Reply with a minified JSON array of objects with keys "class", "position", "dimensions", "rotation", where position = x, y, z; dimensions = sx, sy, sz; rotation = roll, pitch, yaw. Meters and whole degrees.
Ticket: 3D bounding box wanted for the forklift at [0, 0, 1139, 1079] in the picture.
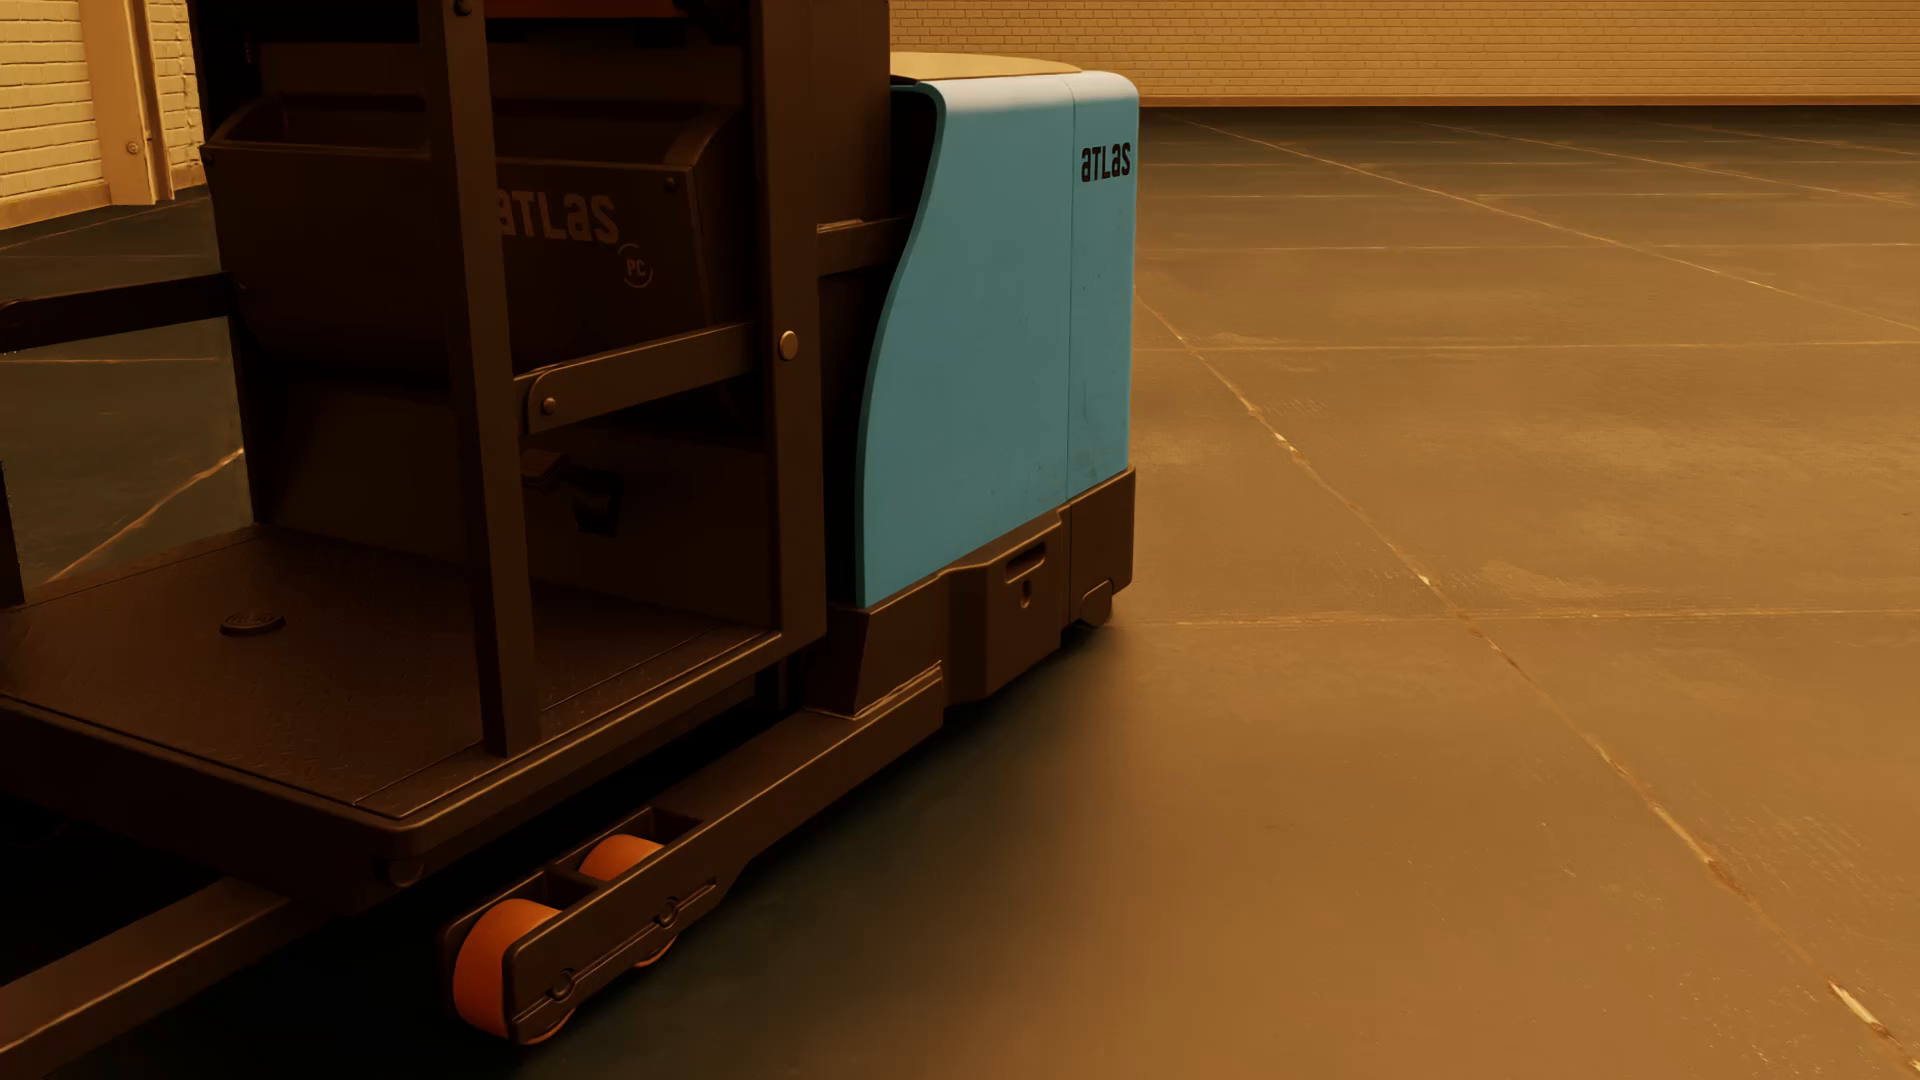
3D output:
[{"class":"forklift","position":[-0.812,-0.957,2.038],"dimensions":[1.130,2.935,3.031],"rotation":[9,19,28]}]
